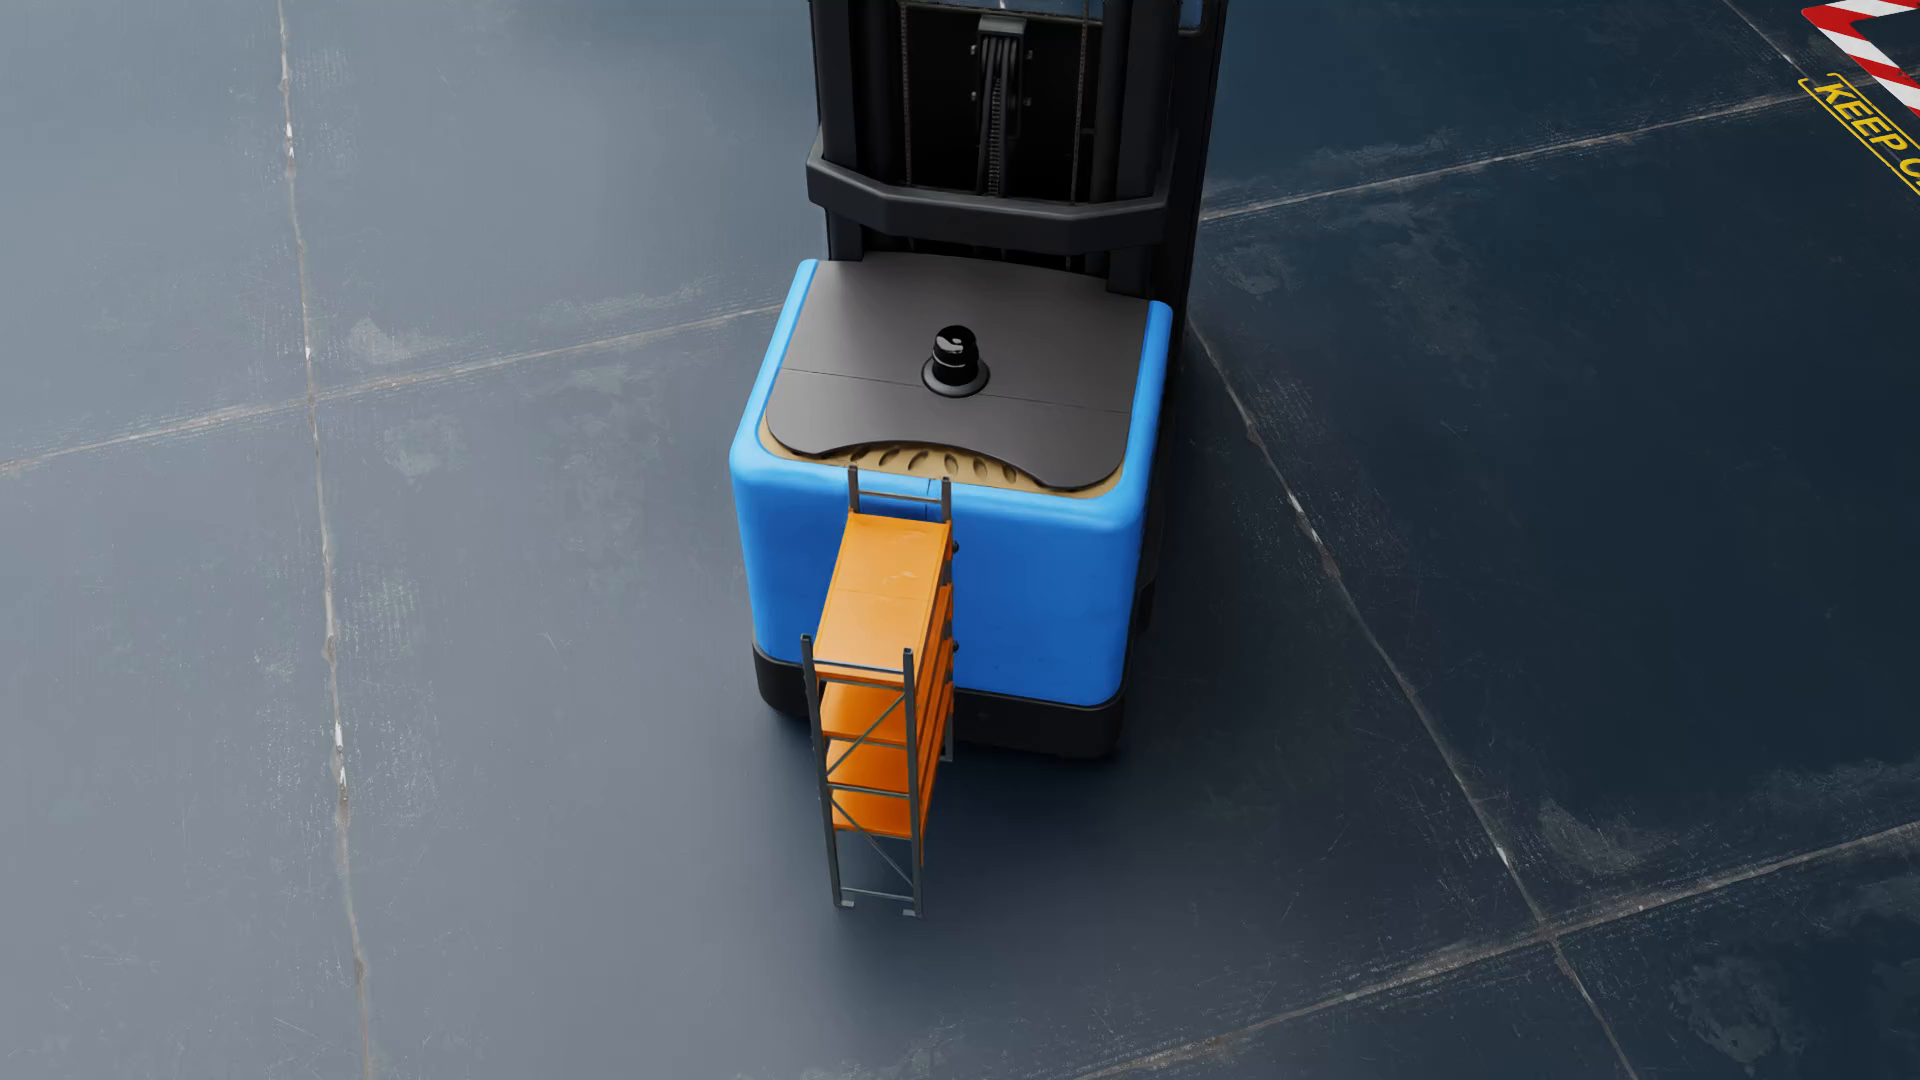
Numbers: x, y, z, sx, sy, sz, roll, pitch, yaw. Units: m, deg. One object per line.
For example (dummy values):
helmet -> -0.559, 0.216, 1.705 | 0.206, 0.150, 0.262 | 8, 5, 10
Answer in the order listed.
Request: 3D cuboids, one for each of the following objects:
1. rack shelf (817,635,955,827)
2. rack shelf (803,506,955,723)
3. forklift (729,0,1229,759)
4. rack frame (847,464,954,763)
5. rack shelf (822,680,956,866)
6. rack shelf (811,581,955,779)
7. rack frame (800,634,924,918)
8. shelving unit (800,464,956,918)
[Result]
rack shelf -> -0.178, 0.457, 4.164 | 0.258, 0.148, 0.480 | 7, 51, 6
rack shelf -> -0.178, 0.164, 3.809 | 0.258, 0.148, 0.480 | 7, 51, 6
forklift -> 0.191, -1.485, 4.585 | 1.130, 2.935, 3.031 | 8, 50, 7
rack frame -> -0.139, 0.228, 4.266 | 0.240, 1.200, 0.015 | 7, 51, 6
rack shelf -> -0.178, 0.583, 4.317 | 0.258, 0.148, 0.480 | 7, 51, 6
rack shelf -> -0.178, 0.315, 3.992 | 0.258, 0.148, 0.480 | 7, 51, 6
rack frame -> -0.217, 0.600, 3.959 | 0.240, 1.200, 0.015 | 7, 51, 6
shelving unit -> -0.178, 0.414, 4.112 | 0.258, 1.200, 0.503 | 7, 51, 6
